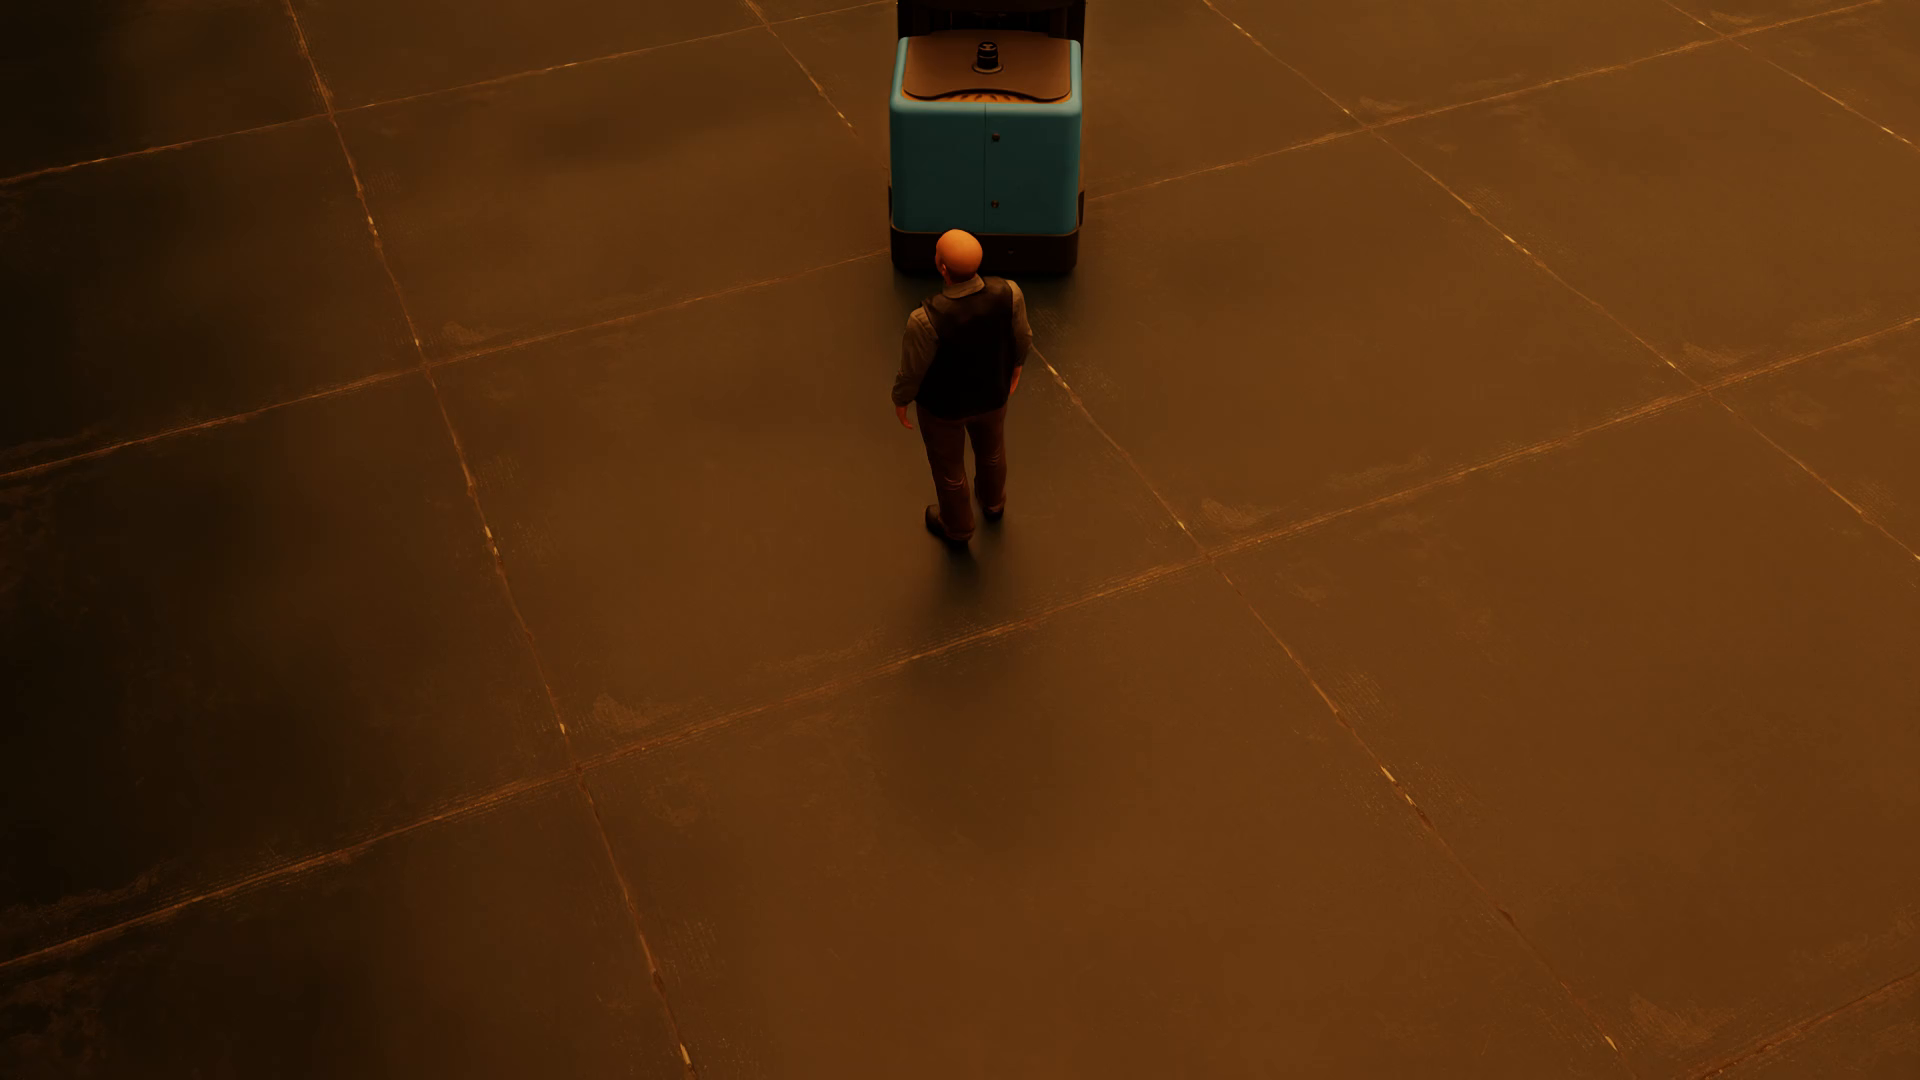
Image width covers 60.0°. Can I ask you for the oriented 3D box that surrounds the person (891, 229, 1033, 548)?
[{"bbox_3d":[-0.020,-0.675,7.280,0.633,1.722,0.566,-18,46,-18],"label":"person"}]

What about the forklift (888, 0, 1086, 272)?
[{"bbox_3d":[0.191,-3.564,9.499,1.130,2.935,3.031,2,43,2],"label":"forklift"}]
